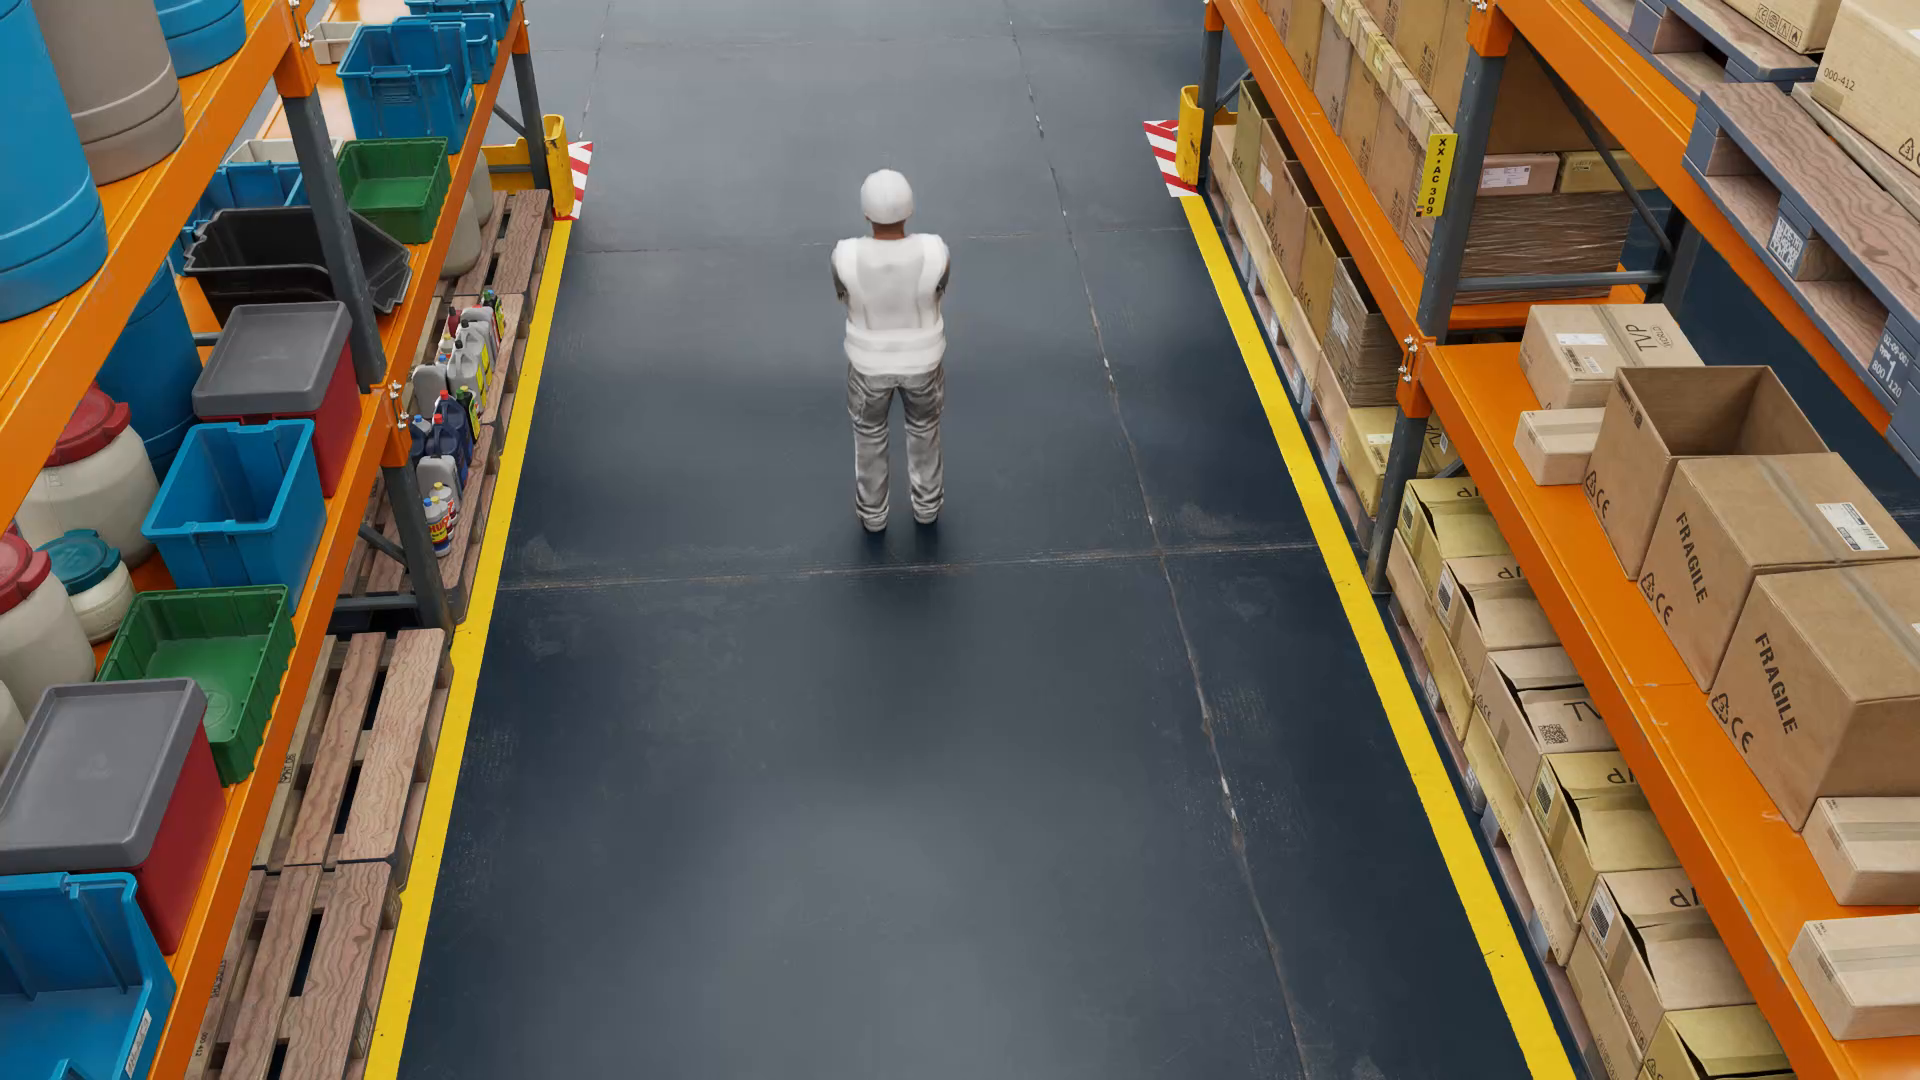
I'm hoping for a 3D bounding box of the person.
[{"bbox_3d":[-0.294,-0.849,7.196,0.493,1.782,0.573,-3,39,-4],"label":"person"}]
